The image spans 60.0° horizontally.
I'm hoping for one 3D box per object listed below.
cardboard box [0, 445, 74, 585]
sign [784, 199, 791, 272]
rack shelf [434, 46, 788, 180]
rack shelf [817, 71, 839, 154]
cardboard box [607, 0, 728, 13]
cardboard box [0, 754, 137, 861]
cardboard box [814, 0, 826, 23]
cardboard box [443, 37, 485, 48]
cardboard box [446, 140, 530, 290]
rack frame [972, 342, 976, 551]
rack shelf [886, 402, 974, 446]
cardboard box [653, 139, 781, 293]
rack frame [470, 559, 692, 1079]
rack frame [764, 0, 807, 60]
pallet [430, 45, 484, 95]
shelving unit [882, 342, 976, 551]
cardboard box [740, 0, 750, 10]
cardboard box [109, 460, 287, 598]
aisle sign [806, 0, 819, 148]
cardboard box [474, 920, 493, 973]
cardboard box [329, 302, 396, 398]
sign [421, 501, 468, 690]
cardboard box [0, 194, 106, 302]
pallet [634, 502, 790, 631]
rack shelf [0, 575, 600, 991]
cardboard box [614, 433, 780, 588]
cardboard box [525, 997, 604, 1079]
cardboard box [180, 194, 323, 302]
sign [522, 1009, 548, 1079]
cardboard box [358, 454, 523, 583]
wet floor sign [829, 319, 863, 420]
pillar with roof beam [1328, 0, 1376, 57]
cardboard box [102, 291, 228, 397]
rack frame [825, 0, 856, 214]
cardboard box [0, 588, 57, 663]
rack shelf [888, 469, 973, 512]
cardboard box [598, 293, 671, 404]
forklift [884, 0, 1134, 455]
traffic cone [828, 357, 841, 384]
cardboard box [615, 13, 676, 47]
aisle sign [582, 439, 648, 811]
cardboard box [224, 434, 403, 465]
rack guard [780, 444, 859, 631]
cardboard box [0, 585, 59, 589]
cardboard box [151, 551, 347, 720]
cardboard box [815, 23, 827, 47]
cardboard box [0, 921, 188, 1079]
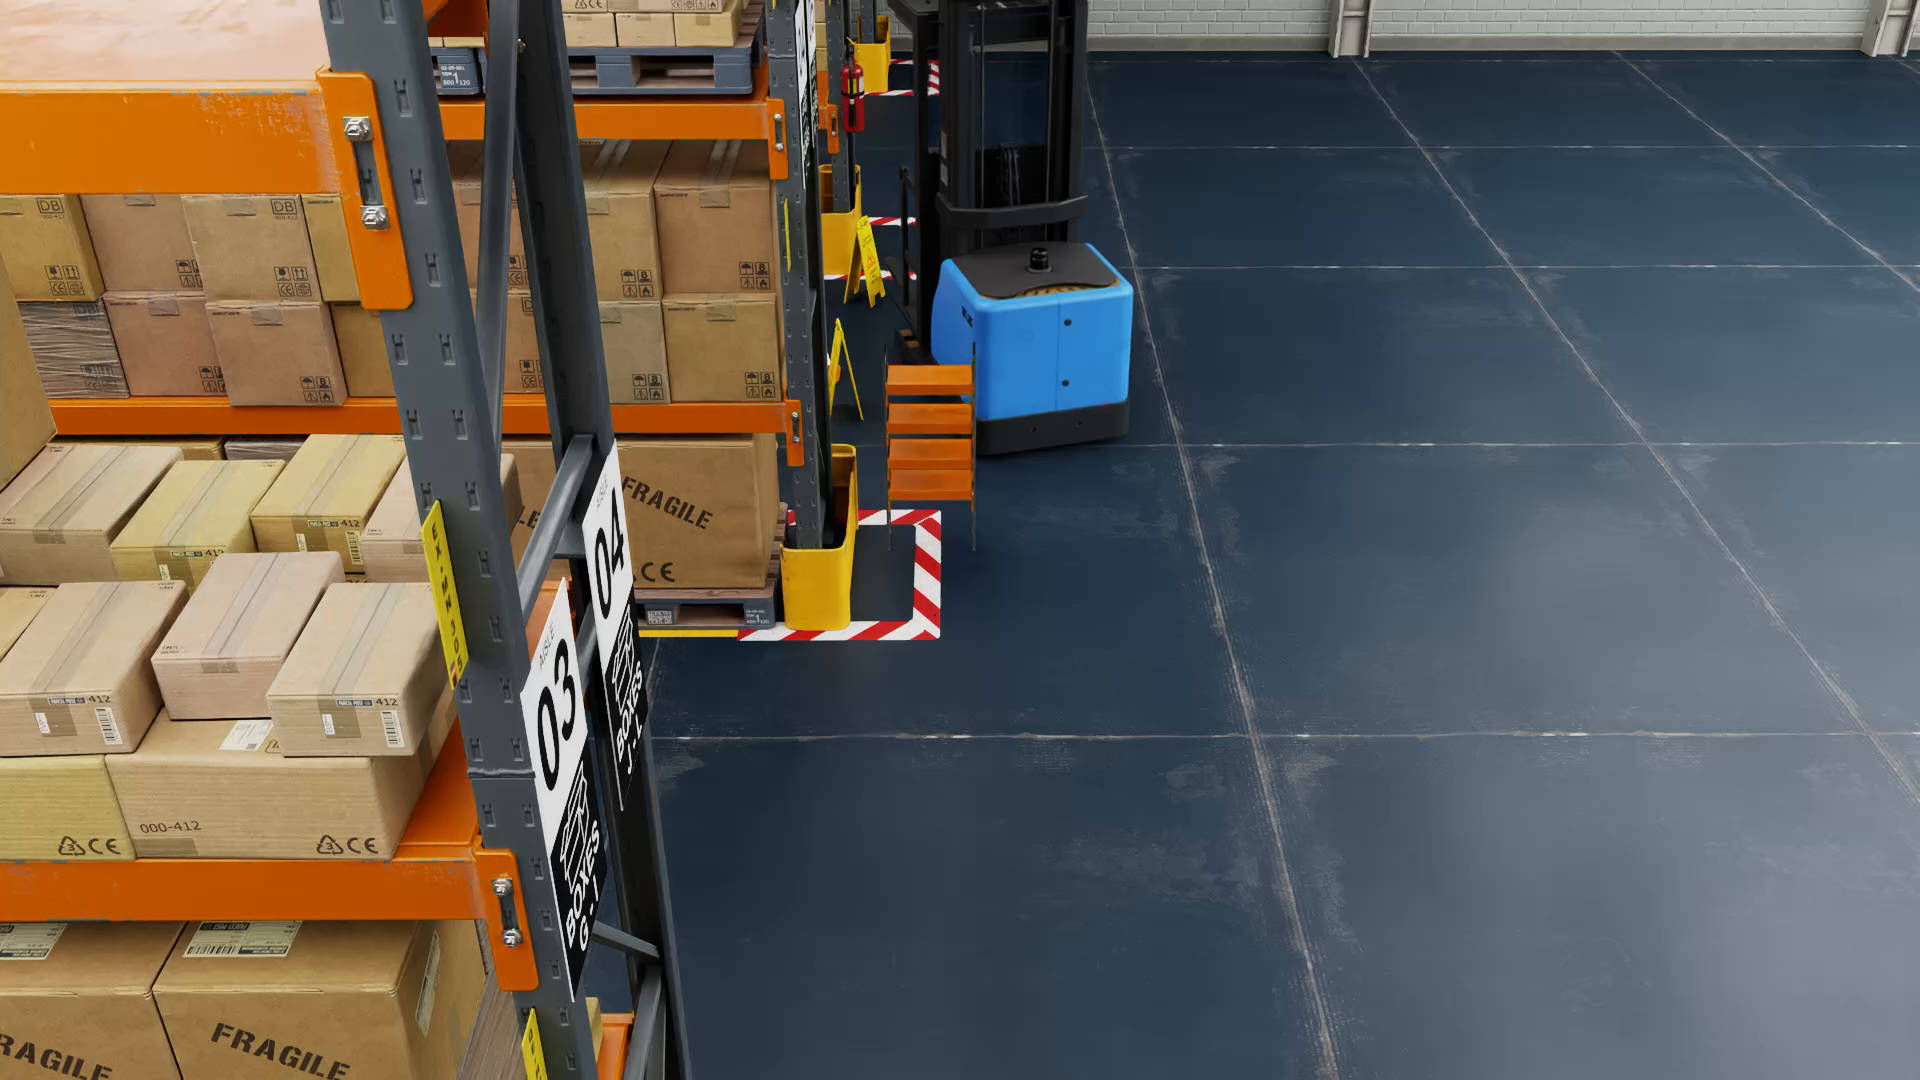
[{"bbox_3d":[-2.167,-0.060,3.714,0.250,0.149,0.380,0,31,0],"label":"cardboard box"},{"bbox_3d":[-0.802,-1.418,7.739,0.005,0.325,0.100,0,31,0],"label":"sign"},{"bbox_3d":[-2.791,-2.072,7.963,4.000,0.370,1.077,0,31,0],"label":"rack shelf"},{"bbox_3d":[-2.922,-3.356,12.973,4.000,0.370,1.077,0,31,0],"label":"rack shelf"},{"bbox_3d":[-1.279,-2.524,7.373,0.500,0.250,0.500,0,31,0],"label":"cardboard box"},{"bbox_3d":[-1.842,0.388,3.360,0.500,0.250,0.500,0,31,0],"label":"cardboard box"},{"bbox_3d":[-1.415,-5.513,17.116,0.500,0.250,0.500,1,31,1],"label":"cardboard box"},{"bbox_3d":[-2.140,-2.320,7.421,0.250,0.149,0.380,-1,31,-1],"label":"cardboard box"},{"bbox_3d":[-2.273,-1.667,8.309,0.550,0.550,0.875,0,31,0],"label":"cardboard box"},{"bbox_3d":[0.078,-0.513,9.328,0.015,1.200,0.240,0,31,0],"label":"rack frame"},{"bbox_3d":[-0.166,-0.646,9.246,0.480,0.148,0.258,0,31,0],"label":"rack shelf"},{"bbox_3d":[-1.163,-1.648,8.277,0.550,0.550,0.875,0,31,0],"label":"cardboard box"},{"bbox_3d":[-0.863,1.470,4.324,0.127,3.000,1.000,0,31,0],"label":"rack frame"},{"bbox_3d":[-0.791,-3.668,7.009,0.127,3.000,1.000,0,31,0],"label":"rack frame"},{"bbox_3d":[-2.756,-2.334,7.789,1.213,0.211,1.003,0,31,0],"label":"pallet"},{"bbox_3d":[-0.166,-0.512,9.327,0.503,1.200,0.258,0,31,0],"label":"shelving unit"},{"bbox_3d":[-1.136,-2.665,7.990,0.250,0.149,0.380,0,31,0],"label":"cardboard box"},{"bbox_3d":[-1.651,-0.022,3.653,0.250,0.149,0.380,-1,31,-1],"label":"cardboard box"},{"bbox_3d":[-0.722,-2.370,8.148,0.004,0.787,0.394,0,31,0],"label":"aisle sign"},{"bbox_3d":[-1.414,0.733,4.192,0.500,0.500,0.500,0,31,0],"label":"cardboard box"},{"bbox_3d":[-2.803,-1.170,8.531,0.500,0.550,0.875,0,31,0],"label":"cardboard box"},{"bbox_3d":[-0.879,0.097,2.842,0.005,0.325,0.100,0,31,0],"label":"sign"},{"bbox_3d":[-4.422,-1.600,8.198,0.550,0.550,0.875,0,31,0],"label":"cardboard box"},{"bbox_3d":[-1.591,0.132,9.218,1.213,0.211,1.003,0,31,0],"label":"pallet"},{"bbox_3d":[-2.863,0.502,3.722,4.000,0.370,1.077,0,31,0],"label":"rack shelf"},{"bbox_3d":[-1.469,-0.338,8.947,0.875,0.875,0.875,0,31,0],"label":"cardboard box"},{"bbox_3d":[-1.149,1.455,4.592,0.250,0.149,0.380,0,31,0],"label":"cardboard box"},{"bbox_3d":[-3.332,-1.592,8.186,0.550,0.550,0.875,0,31,0],"label":"cardboard box"},{"bbox_3d":[-0.879,1.128,3.467,0.005,0.325,0.100,0,31,0],"label":"sign"},{"bbox_3d":[-1.139,-0.038,3.678,0.250,0.149,0.380,0,31,-1],"label":"cardboard box"},{"bbox_3d":[-0.774,-1.124,10.869,0.232,0.644,0.267,-5,32,-9],"label":"wet floor sign"},{"bbox_3d":[4.368,-7.061,12.601,0.400,9.000,9.100,0,31,0],"label":"pillar with roof beam"},{"bbox_3d":[-3.873,-1.175,8.540,0.550,0.550,0.875,0,31,0],"label":"cardboard box"},{"bbox_3d":[-0.922,-3.670,12.797,0.127,3.000,1.000,0,31,0],"label":"rack frame"},{"bbox_3d":[-1.923,0.255,3.196,0.250,0.149,0.380,0,31,0],"label":"cardboard box"},{"bbox_3d":[-0.166,-0.285,9.465,0.480,0.148,0.258,0,31,0],"label":"rack shelf"},{"bbox_3d":[-1.712,-1.129,8.464,0.550,0.550,0.875,0,31,0],"label":"cardboard box"},{"bbox_3d":[0.170,-2.537,10.995,1.130,2.935,3.031,-9,32,-14],"label":"forklift"},{"bbox_3d":[-0.998,-1.340,11.402,0.334,0.463,0.336,0,31,0],"label":"traffic cone"},{"bbox_3d":[-1.374,-2.323,7.425,0.250,0.149,0.380,0,31,0],"label":"cardboard box"},{"bbox_3d":[-0.802,0.203,3.907,0.004,0.787,0.394,0,31,0],"label":"aisle sign"},{"bbox_3d":[-3.261,-0.332,8.938,0.875,0.875,0.875,0,31,0],"label":"cardboard box"},{"bbox_3d":[-0.767,-0.034,9.214,0.348,0.500,1.175,0,31,0],"label":"rack guard"},{"bbox_3d":[-1.862,0.124,3.796,0.500,0.250,0.500,-1,31,-1],"label":"cardboard box"},{"bbox_3d":[-1.399,0.184,3.312,0.250,0.149,0.380,-1,31,-2],"label":"cardboard box"},{"bbox_3d":[-1.441,-5.299,17.245,0.500,0.250,0.500,-1,31,-1],"label":"cardboard box"},{"bbox_3d":[-1.911,1.007,3.740,0.500,0.500,0.500,0,31,0],"label":"cardboard box"}]
